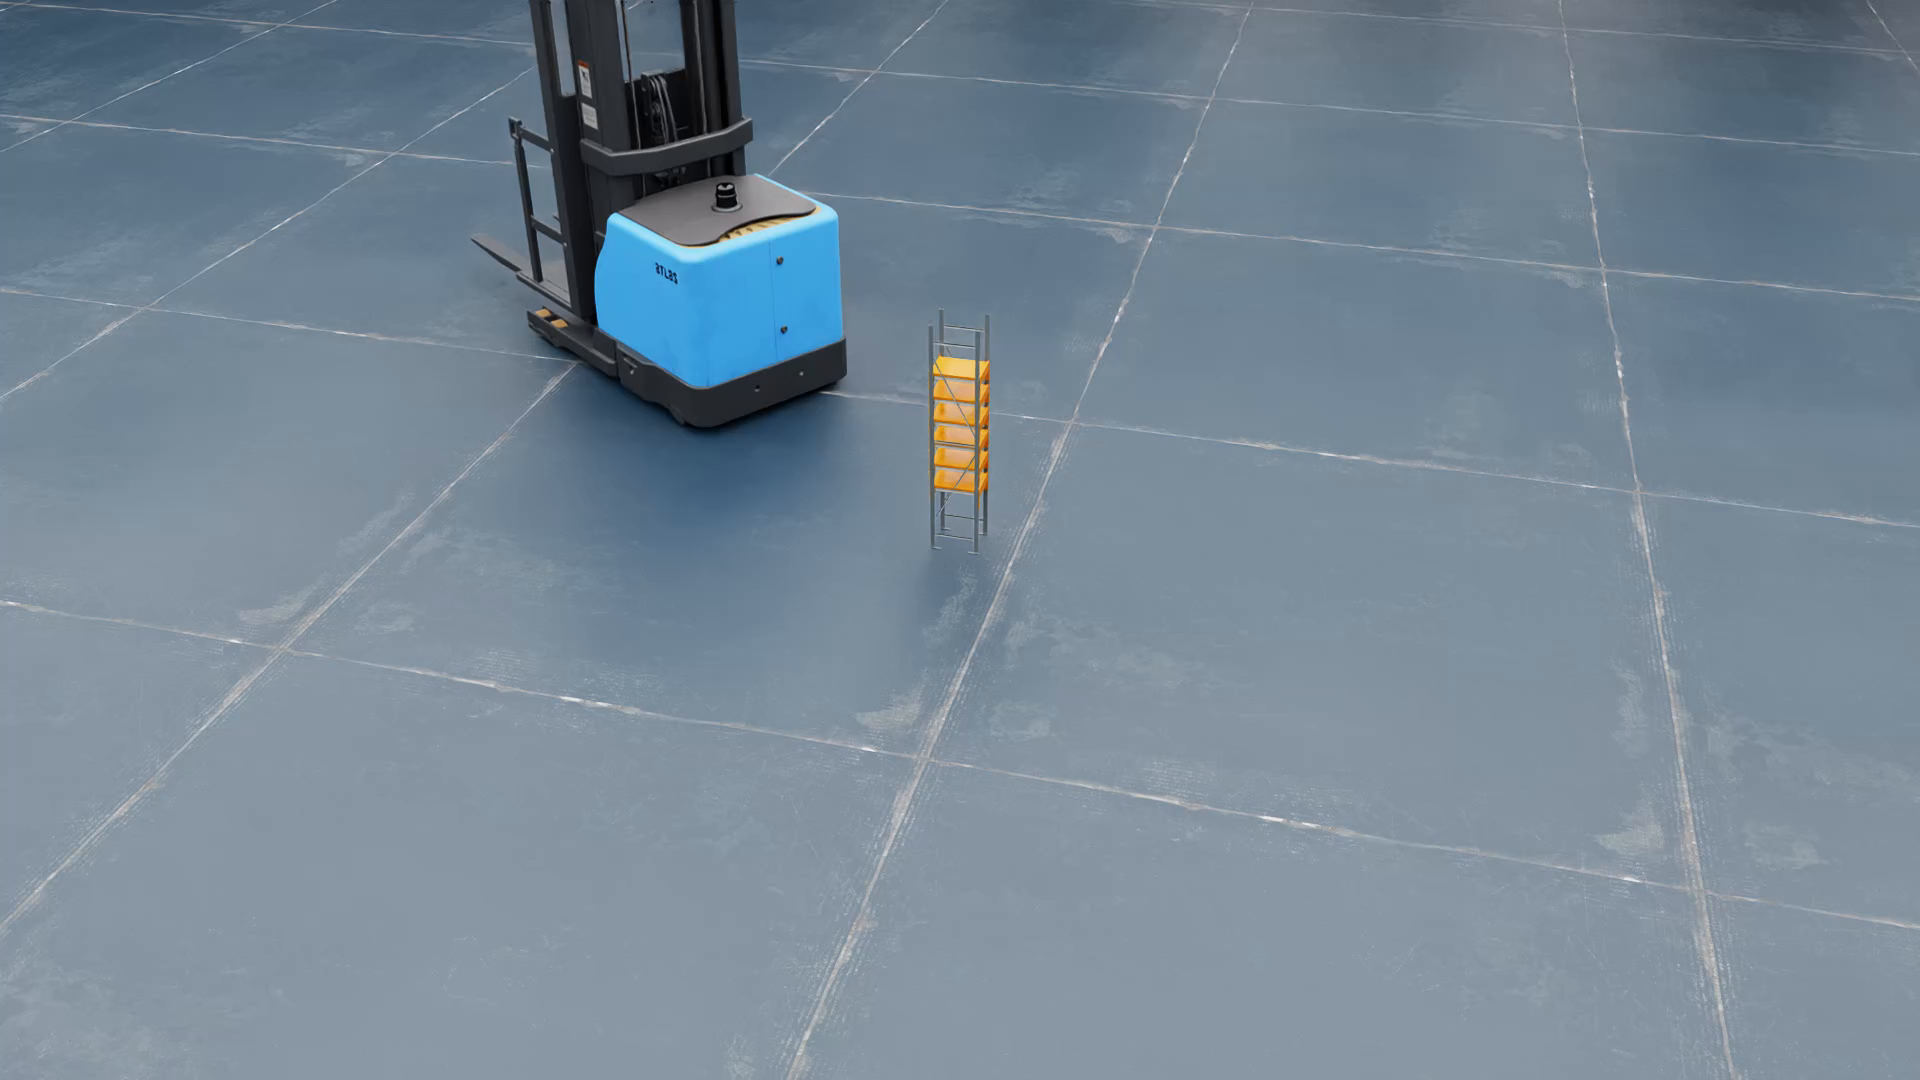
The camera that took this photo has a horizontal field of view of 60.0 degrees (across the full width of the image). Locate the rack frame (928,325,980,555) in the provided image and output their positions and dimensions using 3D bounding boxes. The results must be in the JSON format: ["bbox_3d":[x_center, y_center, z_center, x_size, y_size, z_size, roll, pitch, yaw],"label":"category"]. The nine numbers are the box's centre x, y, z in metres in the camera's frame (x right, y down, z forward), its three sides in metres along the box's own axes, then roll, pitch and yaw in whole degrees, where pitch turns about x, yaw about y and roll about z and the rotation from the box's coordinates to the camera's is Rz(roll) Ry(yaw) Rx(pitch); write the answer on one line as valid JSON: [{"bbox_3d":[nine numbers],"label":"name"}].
[{"bbox_3d":[-0.027,-0.451,7.842,0.240,1.200,0.006,8,33,12],"label":"rack frame"}]

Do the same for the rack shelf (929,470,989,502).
[{"bbox_3d":[-0.004,-0.259,8.069,0.258,0.103,0.180,8,33,12],"label":"rack shelf"}]

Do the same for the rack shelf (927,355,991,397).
[{"bbox_3d":[-0.004,-0.765,7.747,0.258,0.103,0.180,8,33,12],"label":"rack shelf"}]

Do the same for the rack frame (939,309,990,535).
[{"bbox_3d":[0.020,-0.546,7.991,0.240,1.200,0.006,8,33,12],"label":"rack frame"}]

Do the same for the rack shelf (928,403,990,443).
[{"bbox_3d":[-0.004,-0.563,7.876,0.258,0.103,0.180,8,33,12],"label":"rack shelf"}]

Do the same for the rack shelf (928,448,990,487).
[{"bbox_3d":[-0.004,-0.360,8.005,0.258,0.103,0.180,8,33,12],"label":"rack shelf"}]

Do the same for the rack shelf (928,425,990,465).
[{"bbox_3d":[-0.004,-0.461,7.940,0.258,0.103,0.180,8,33,12],"label":"rack shelf"}]

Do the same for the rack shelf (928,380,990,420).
[{"bbox_3d":[-0.004,-0.664,7.811,0.258,0.103,0.180,8,33,12],"label":"rack shelf"}]

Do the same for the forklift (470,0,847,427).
[{"bbox_3d":[-1.998,-2.565,9.552,1.130,2.935,3.031,-25,40,-34],"label":"forklift"}]

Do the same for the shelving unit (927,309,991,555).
[{"bbox_3d":[-0.004,-0.499,7.916,0.258,1.200,0.189,8,33,12],"label":"shelving unit"}]
